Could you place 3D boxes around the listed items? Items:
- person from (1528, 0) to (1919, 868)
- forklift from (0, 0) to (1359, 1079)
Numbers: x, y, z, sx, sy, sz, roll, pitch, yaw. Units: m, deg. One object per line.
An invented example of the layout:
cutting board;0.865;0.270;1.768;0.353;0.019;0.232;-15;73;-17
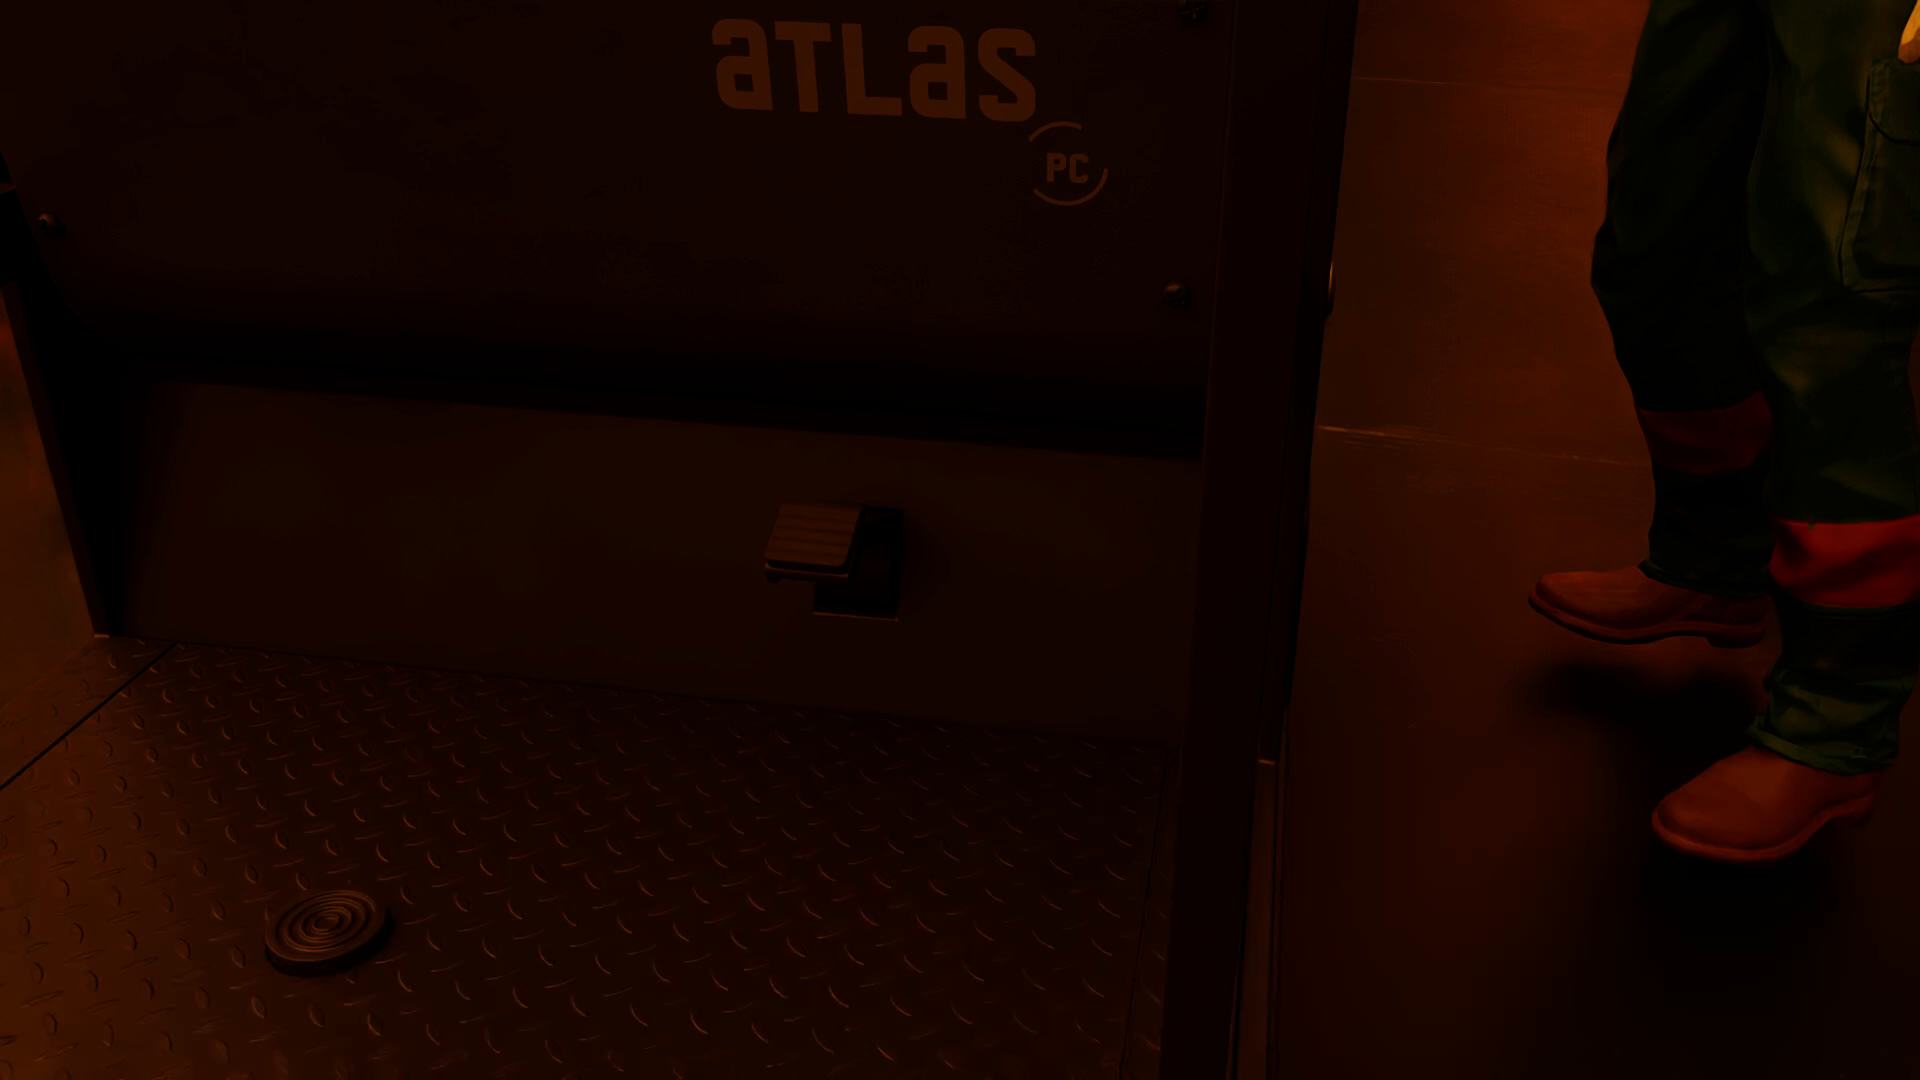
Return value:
person;0.880;-0.615;1.689;0.413;1.756;0.805;-3;27;-5
forklift;-0.309;-0.761;0.767;1.130;2.935;3.031;5;27;10
